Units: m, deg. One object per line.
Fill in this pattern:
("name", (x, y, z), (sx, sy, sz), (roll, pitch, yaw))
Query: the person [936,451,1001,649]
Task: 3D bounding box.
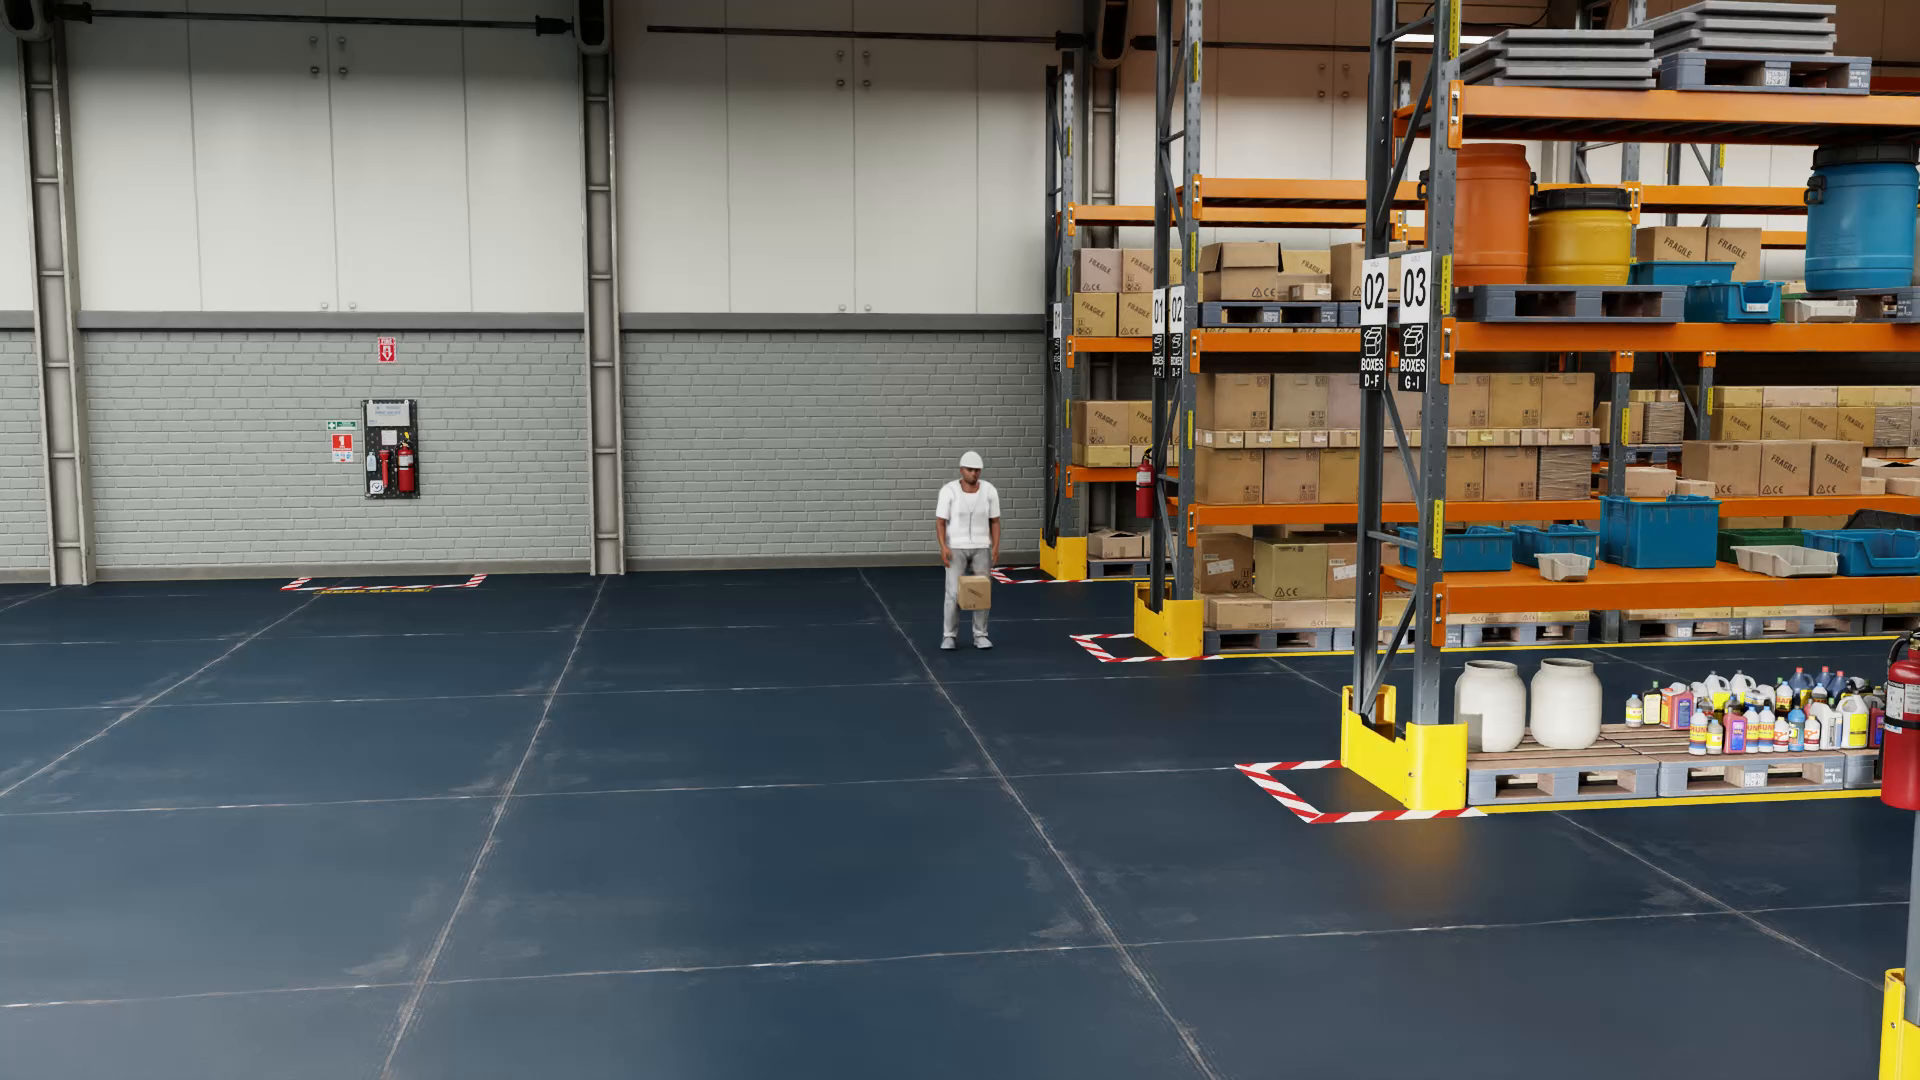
("person", (0.079, 0.085, 14.860), (0.589, 1.765, 0.425), (-1, 7, -10))
